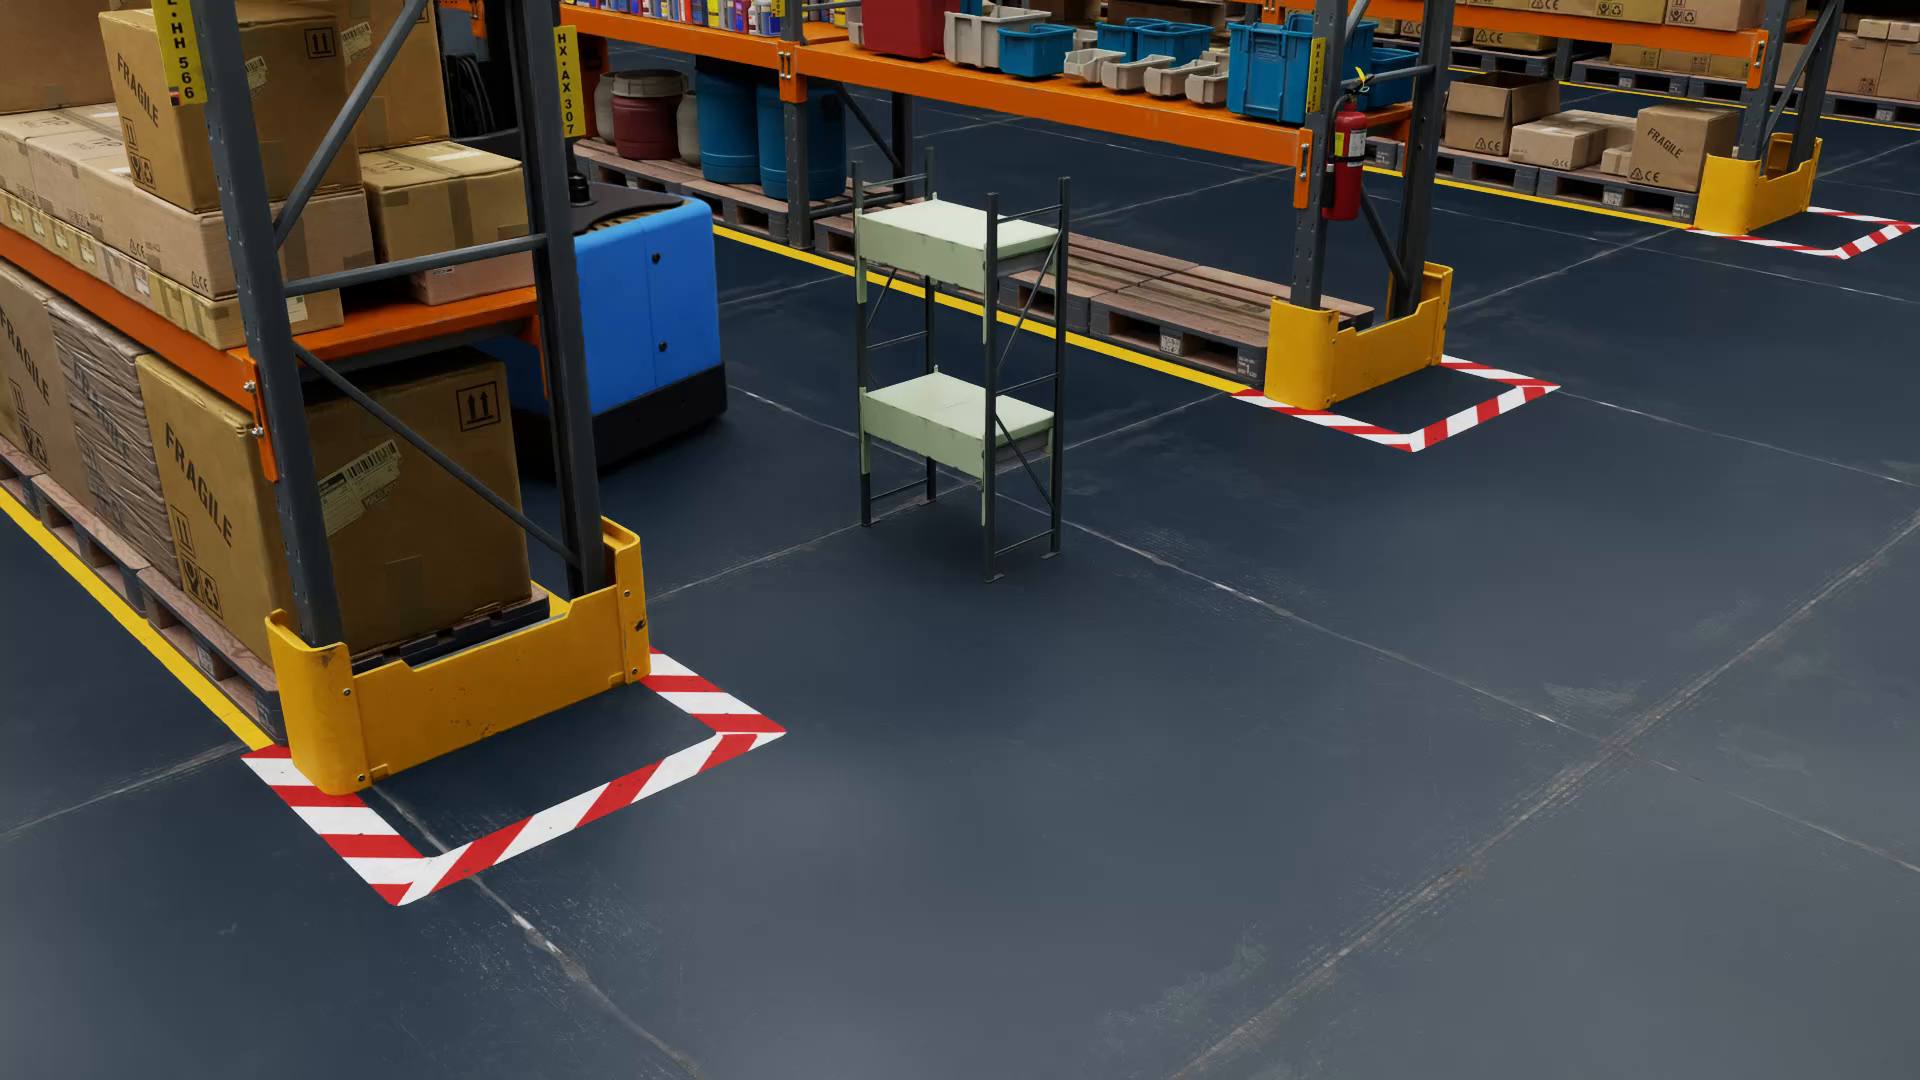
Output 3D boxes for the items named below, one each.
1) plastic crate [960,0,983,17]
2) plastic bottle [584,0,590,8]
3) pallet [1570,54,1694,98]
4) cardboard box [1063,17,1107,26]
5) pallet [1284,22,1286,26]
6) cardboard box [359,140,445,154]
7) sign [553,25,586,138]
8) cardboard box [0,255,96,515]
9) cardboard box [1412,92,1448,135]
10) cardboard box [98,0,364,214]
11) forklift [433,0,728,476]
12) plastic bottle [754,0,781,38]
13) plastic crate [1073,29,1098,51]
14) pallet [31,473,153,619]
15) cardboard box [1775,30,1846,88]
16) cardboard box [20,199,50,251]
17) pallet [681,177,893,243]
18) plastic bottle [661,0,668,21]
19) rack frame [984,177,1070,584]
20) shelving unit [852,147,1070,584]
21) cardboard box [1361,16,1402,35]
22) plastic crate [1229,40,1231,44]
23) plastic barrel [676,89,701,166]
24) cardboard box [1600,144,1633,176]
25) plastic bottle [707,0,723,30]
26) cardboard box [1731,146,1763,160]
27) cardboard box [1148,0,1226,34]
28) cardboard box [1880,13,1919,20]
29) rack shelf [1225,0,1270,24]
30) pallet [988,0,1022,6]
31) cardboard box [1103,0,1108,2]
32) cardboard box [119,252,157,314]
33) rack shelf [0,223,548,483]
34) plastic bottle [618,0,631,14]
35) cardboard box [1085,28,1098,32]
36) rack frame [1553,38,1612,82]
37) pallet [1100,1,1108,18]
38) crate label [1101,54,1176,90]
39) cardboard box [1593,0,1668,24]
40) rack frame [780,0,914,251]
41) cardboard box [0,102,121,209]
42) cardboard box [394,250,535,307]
[{"bbox_3d":[-0.152,-3.393,10.521,0.392,0.384,0.575,-21,32,-38],"label":"plastic crate"},{"bbox_3d":[-2.703,-4.026,12.115,0.097,0.271,0.097,0,25,0],"label":"plastic bottle"},{"bbox_3d":[6.974,-4.707,16.814,1.003,0.211,1.213,-21,32,-38],"label":"pallet"},{"bbox_3d":[1.328,-4.723,15.971,0.500,0.500,0.500,22,33,40],"label":"cardboard box"},{"bbox_3d":[4.261,-5.911,19.453,1.003,0.211,1.213,-21,32,-38],"label":"pallet"},{"bbox_3d":[-2.093,-1.246,5.689,0.500,0.250,0.500,-22,32,-39],"label":"cardboard box"},{"bbox_3d":[-1.192,-1.386,5.037,0.100,0.325,0.005,-21,32,-38],"label":"sign"},{"bbox_3d":[-3.328,-0.742,6.816,0.875,0.875,0.875,-21,32,-38],"label":"cardboard box"},{"bbox_3d":[4.007,-3.479,13.473,0.500,0.311,0.500,-21,32,-38],"label":"cardboard box"},{"bbox_3d":[-2.126,-1.282,4.866,0.500,0.500,0.500,-21,32,-38],"label":"cardboard box"},{"bbox_3d":[-2.628,-2.065,7.745,3.031,2.935,1.130,15,28,30],"label":"forklift"},{"bbox_3d":[-1.225,-3.389,10.715,0.152,0.276,0.135,-21,32,-38],"label":"plastic bottle"},{"bbox_3d":[0.690,-2.883,9.701,0.293,0.136,0.466,-21,32,-38],"label":"plastic crate"},{"bbox_3d":[-3.035,-0.122,6.763,1.003,0.211,1.213,-21,32,-38],"label":"pallet"},{"bbox_3d":[8.008,-4.558,15.632,0.500,0.500,0.700,23,33,40],"label":"cardboard box"},{"bbox_3d":[-3.130,-1.164,5.991,0.380,0.149,0.250,-20,32,-37],"label":"cardboard box"},{"bbox_3d":[-1.217,-2.395,11.745,1.003,0.211,1.213,-21,32,-38],"label":"pallet"},{"bbox_3d":[-2.011,-3.687,11.457,0.097,0.201,0.097,0,25,0],"label":"plastic bottle"},{"bbox_3d":[0.246,-0.573,6.200,0.400,1.500,0.023,-21,32,-38],"label":"rack frame"},{"bbox_3d":[-0.005,-0.684,6.443,0.431,1.500,0.755,-21,32,-38],"label":"shelving unit"},{"bbox_3d":[4.779,-6.126,18.648,0.750,0.750,0.750,-21,32,-39],"label":"cardboard box"},{"bbox_3d":[1.635,-2.525,8.800,0.416,0.233,0.300,-21,32,-38],"label":"plastic crate"},{"bbox_3d":[-1.884,-3.058,12.330,0.421,0.512,0.421,0,25,0],"label":"plastic barrel"},{"bbox_3d":[4.870,-2.764,12.079,0.380,0.166,0.250,-21,32,-38],"label":"cardboard box"},{"bbox_3d":[-1.587,-3.581,11.045,0.144,0.351,0.185,-21,32,-38],"label":"plastic bottle"},{"bbox_3d":[5.597,-2.738,12.042,0.380,0.149,0.250,-21,32,-38],"label":"cardboard box"},{"bbox_3d":[2.062,-4.745,15.115,0.500,0.250,0.500,-21,32,-38],"label":"cardboard box"},{"bbox_3d":[8.579,-4.721,15.209,0.380,0.149,0.250,-21,32,-38],"label":"cardboard box"},{"bbox_3d":[1.531,-5.101,15.183,1.077,0.370,4.000,-21,32,-38],"label":"rack shelf"},{"bbox_3d":[0.559,-7.577,23.104,1.003,0.211,1.213,-21,32,-38],"label":"pallet"},{"bbox_3d":[2.268,-7.188,21.375,0.700,0.500,0.500,-21,32,-38],"label":"cardboard box"},{"bbox_3d":[-2.436,-0.856,5.315,0.380,0.149,0.250,-21,32,-38],"label":"cardboard box"},{"bbox_3d":[-2.969,-1.080,6.369,1.077,0.370,4.000,-21,32,-38],"label":"rack shelf"},{"bbox_3d":[-2.340,-3.915,11.777,0.144,0.351,0.185,-21,32,-38],"label":"plastic bottle"},{"bbox_3d":[1.328,-4.411,15.286,0.500,0.500,0.500,22,33,40],"label":"cardboard box"},{"bbox_3d":[6.512,-6.228,16.789,1.000,3.000,0.127,-21,32,-38],"label":"rack frame"},{"bbox_3d":[2.415,-6.778,21.354,1.003,0.211,1.213,-21,32,-38],"label":"pallet"},{"bbox_3d":[0.929,-2.478,8.814,0.396,0.136,0.243,-21,32,-38],"label":"crate label"},{"bbox_3d":[4.770,-3.870,11.499,0.500,0.500,0.500,-21,32,-38],"label":"cardboard box"},{"bbox_3d":[-0.720,-3.418,10.628,1.000,3.000,0.127,-21,32,-38],"label":"rack frame"},{"bbox_3d":[-3.180,-1.404,6.036,0.500,0.250,0.500,-21,32,-38],"label":"cardboard box"},{"bbox_3d":[-1.603,-0.888,5.385,0.380,0.149,0.250,-21,32,-38],"label":"cardboard box"}]
